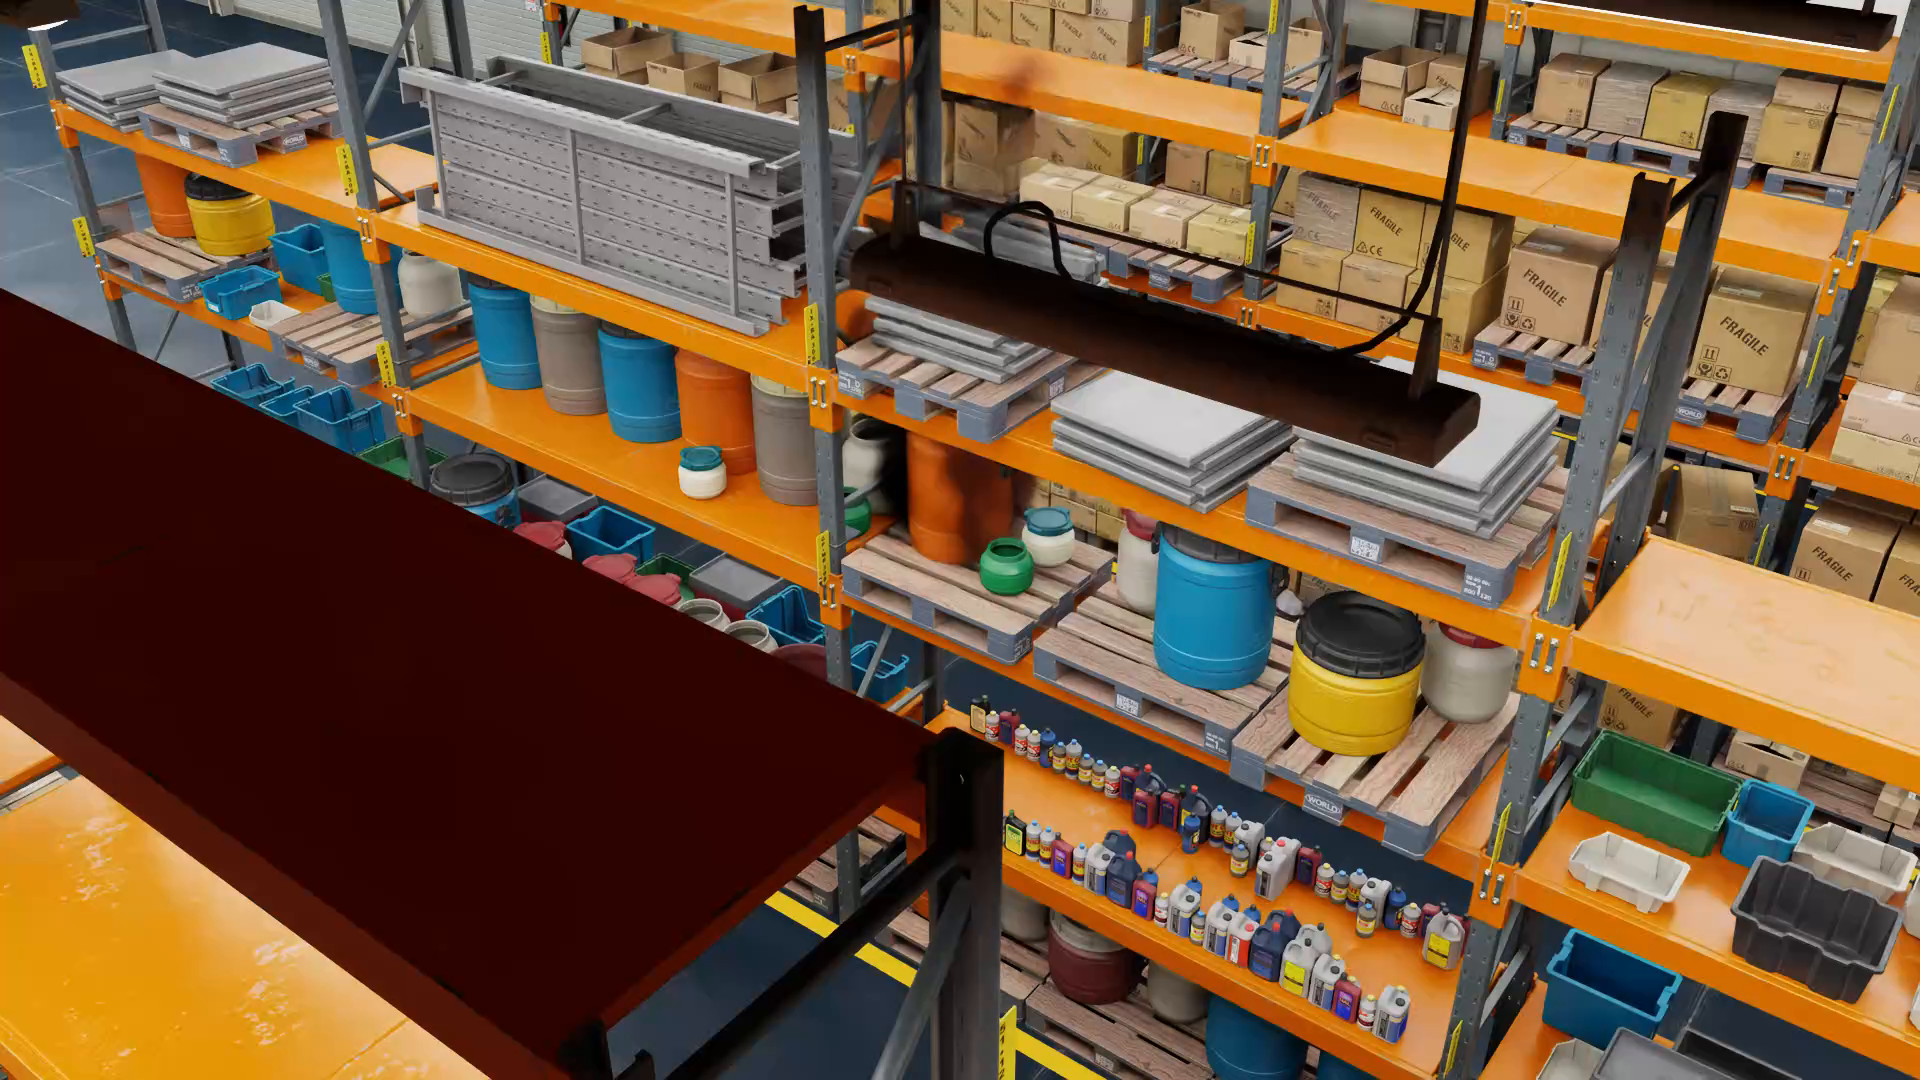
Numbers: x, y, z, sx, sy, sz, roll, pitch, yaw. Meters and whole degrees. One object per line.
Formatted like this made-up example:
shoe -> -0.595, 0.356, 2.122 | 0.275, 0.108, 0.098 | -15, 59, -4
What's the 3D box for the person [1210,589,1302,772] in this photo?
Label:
person -> 2.212, 1.094, 11.854 | 0.807, 1.737, 0.587 | 14, 34, 22
